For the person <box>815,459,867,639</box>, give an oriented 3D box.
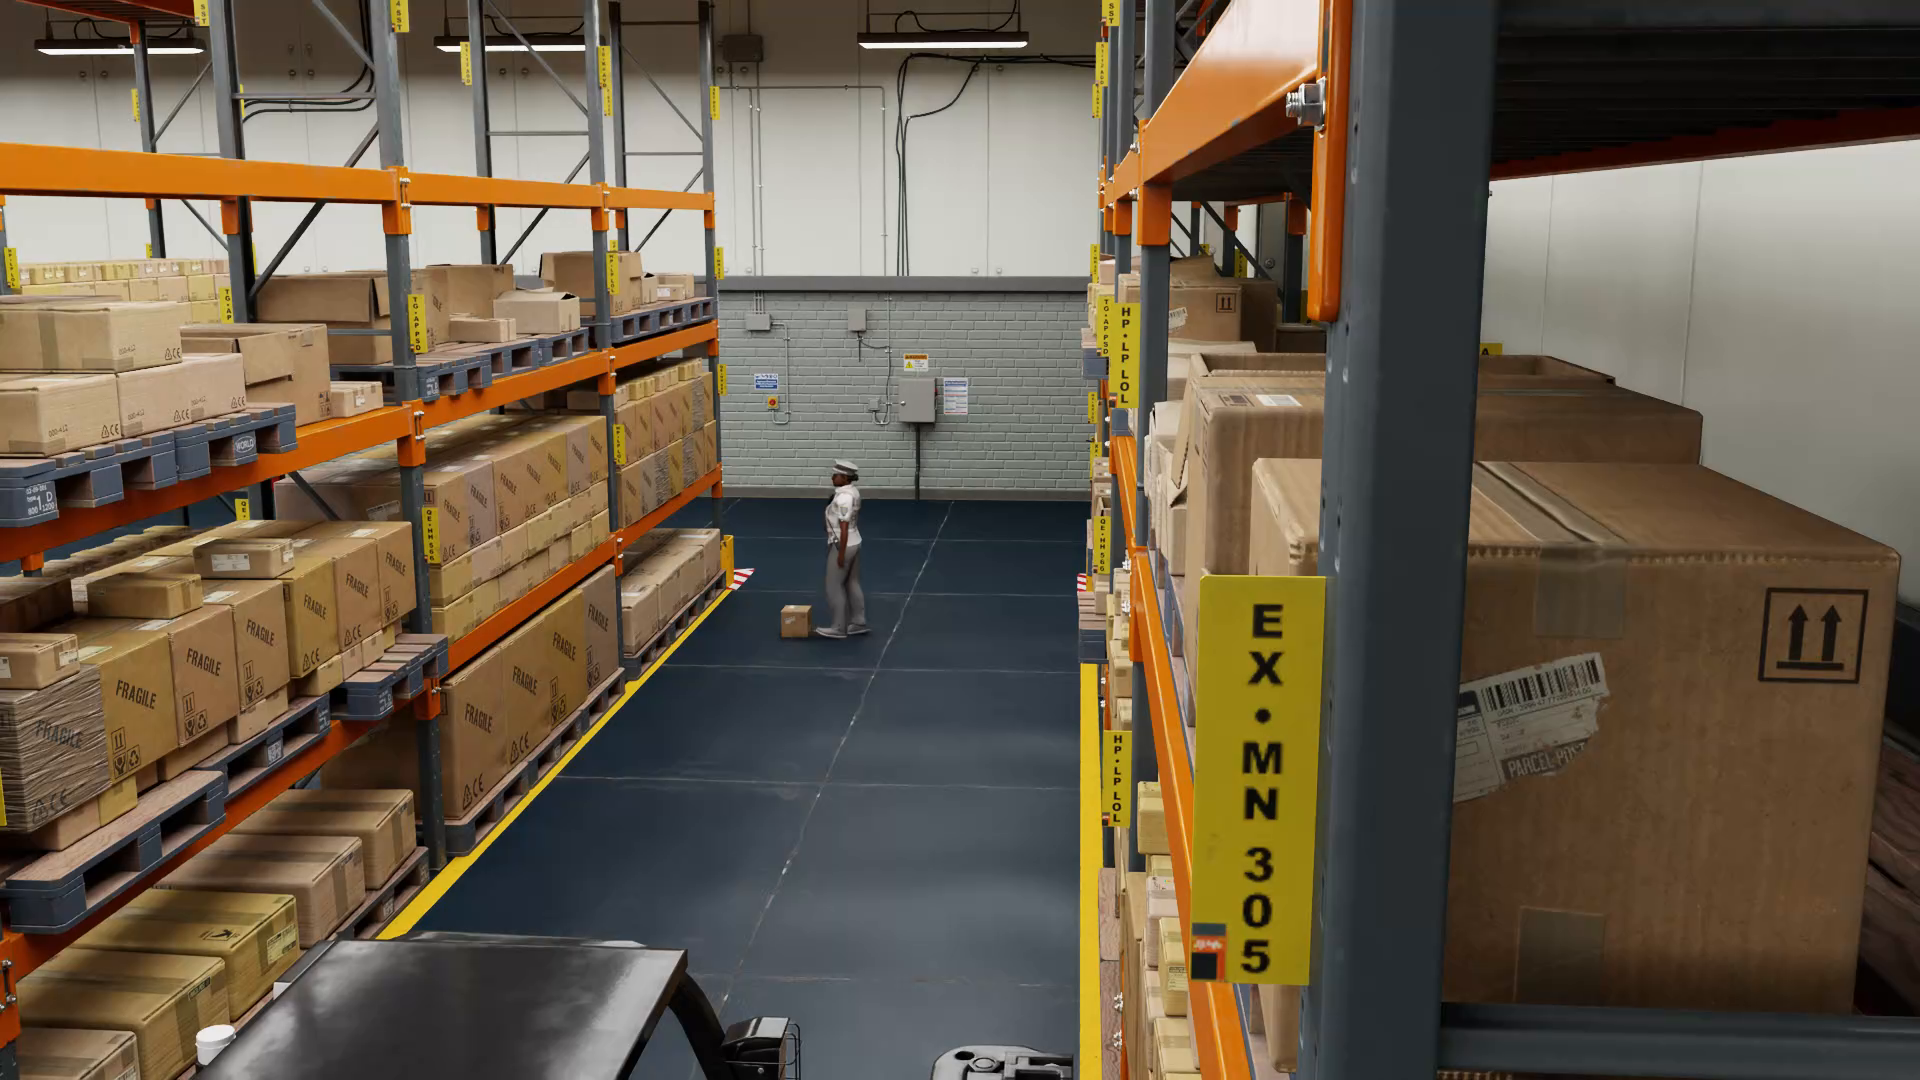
[{"bbox_3d":[-1.113,0.084,15.490,0.454,1.672,0.439,1,11,6],"label":"person"}]
